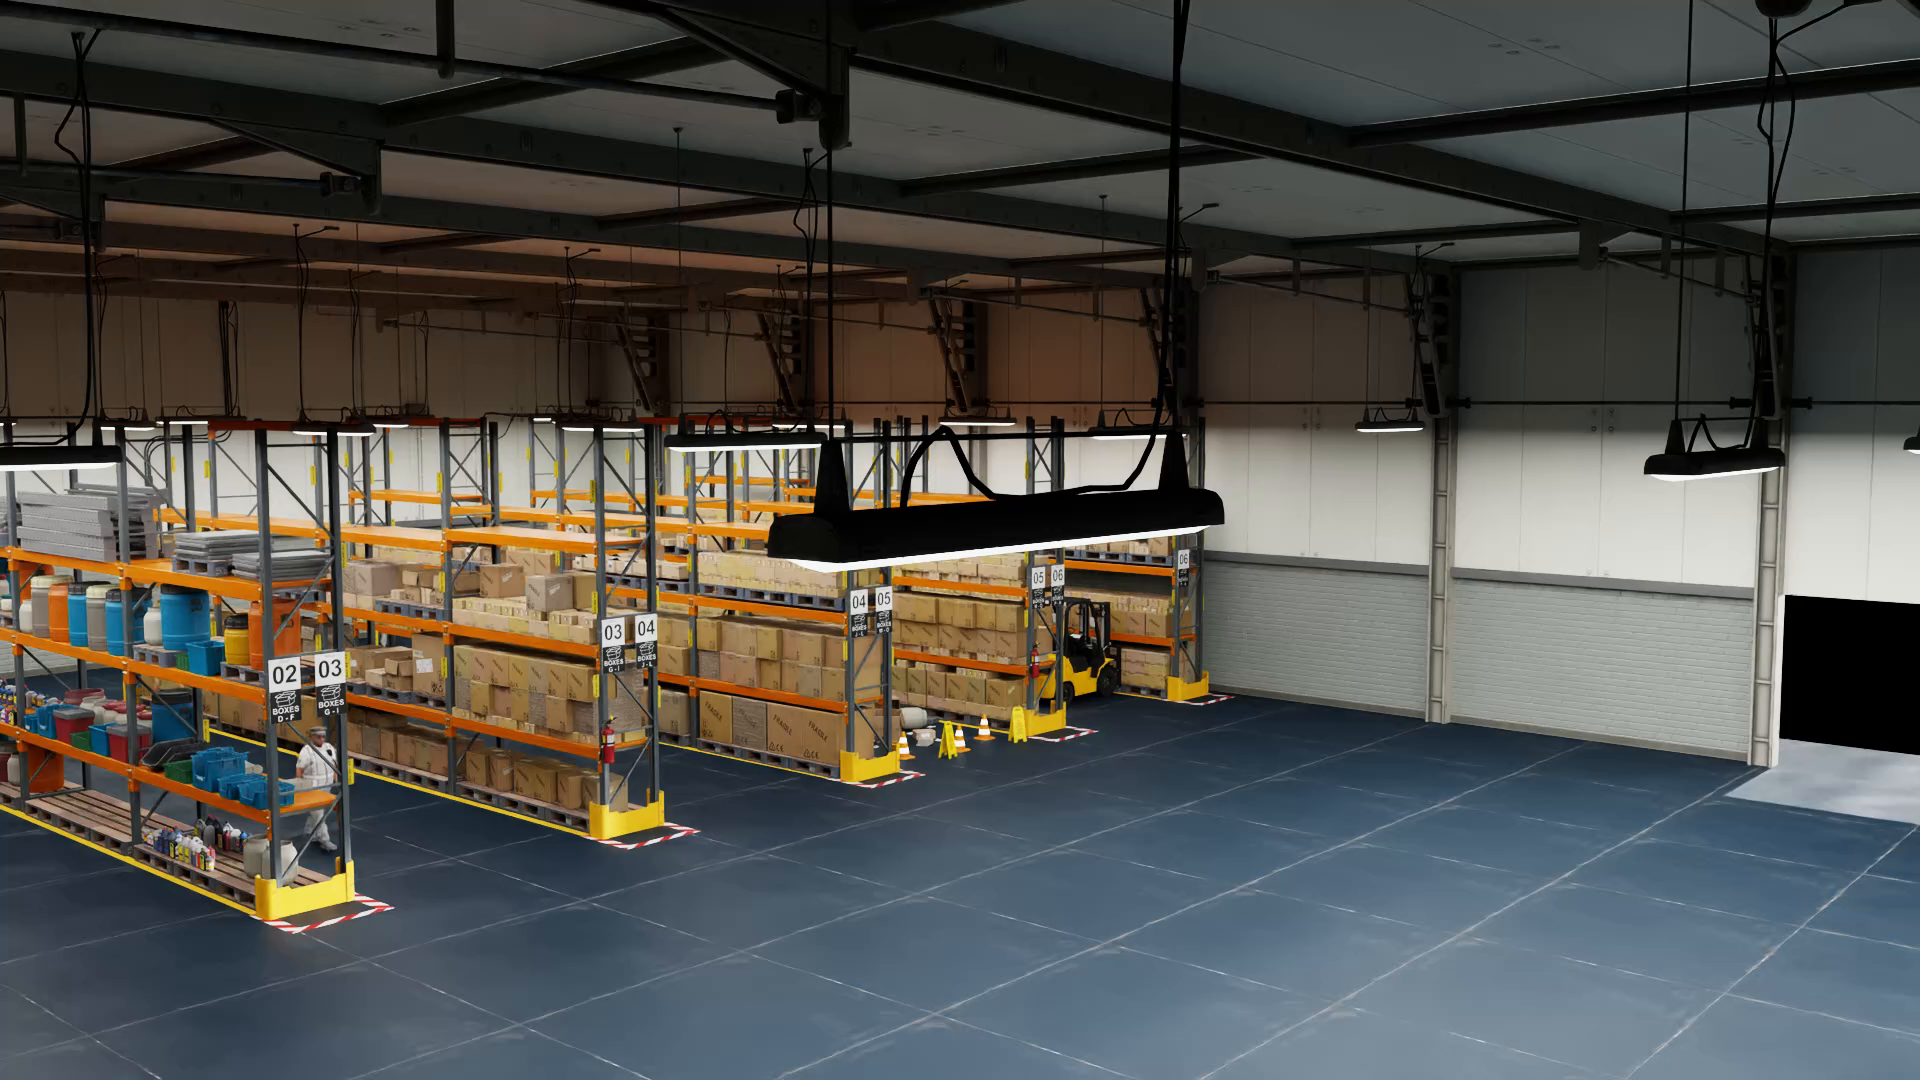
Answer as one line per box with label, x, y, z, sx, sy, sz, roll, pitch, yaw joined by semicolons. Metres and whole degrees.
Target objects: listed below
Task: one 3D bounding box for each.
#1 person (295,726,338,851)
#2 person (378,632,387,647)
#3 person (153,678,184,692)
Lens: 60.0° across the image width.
person;-9.068;3.487;23.640;0.983;1.710;0.547;3;5;28
person;-14.754;1.975;42.526;0.441;1.647;0.874;-1;5;-10
person;-14.624;2.934;30.830;0.534;1.642;0.932;-5;7;-44
